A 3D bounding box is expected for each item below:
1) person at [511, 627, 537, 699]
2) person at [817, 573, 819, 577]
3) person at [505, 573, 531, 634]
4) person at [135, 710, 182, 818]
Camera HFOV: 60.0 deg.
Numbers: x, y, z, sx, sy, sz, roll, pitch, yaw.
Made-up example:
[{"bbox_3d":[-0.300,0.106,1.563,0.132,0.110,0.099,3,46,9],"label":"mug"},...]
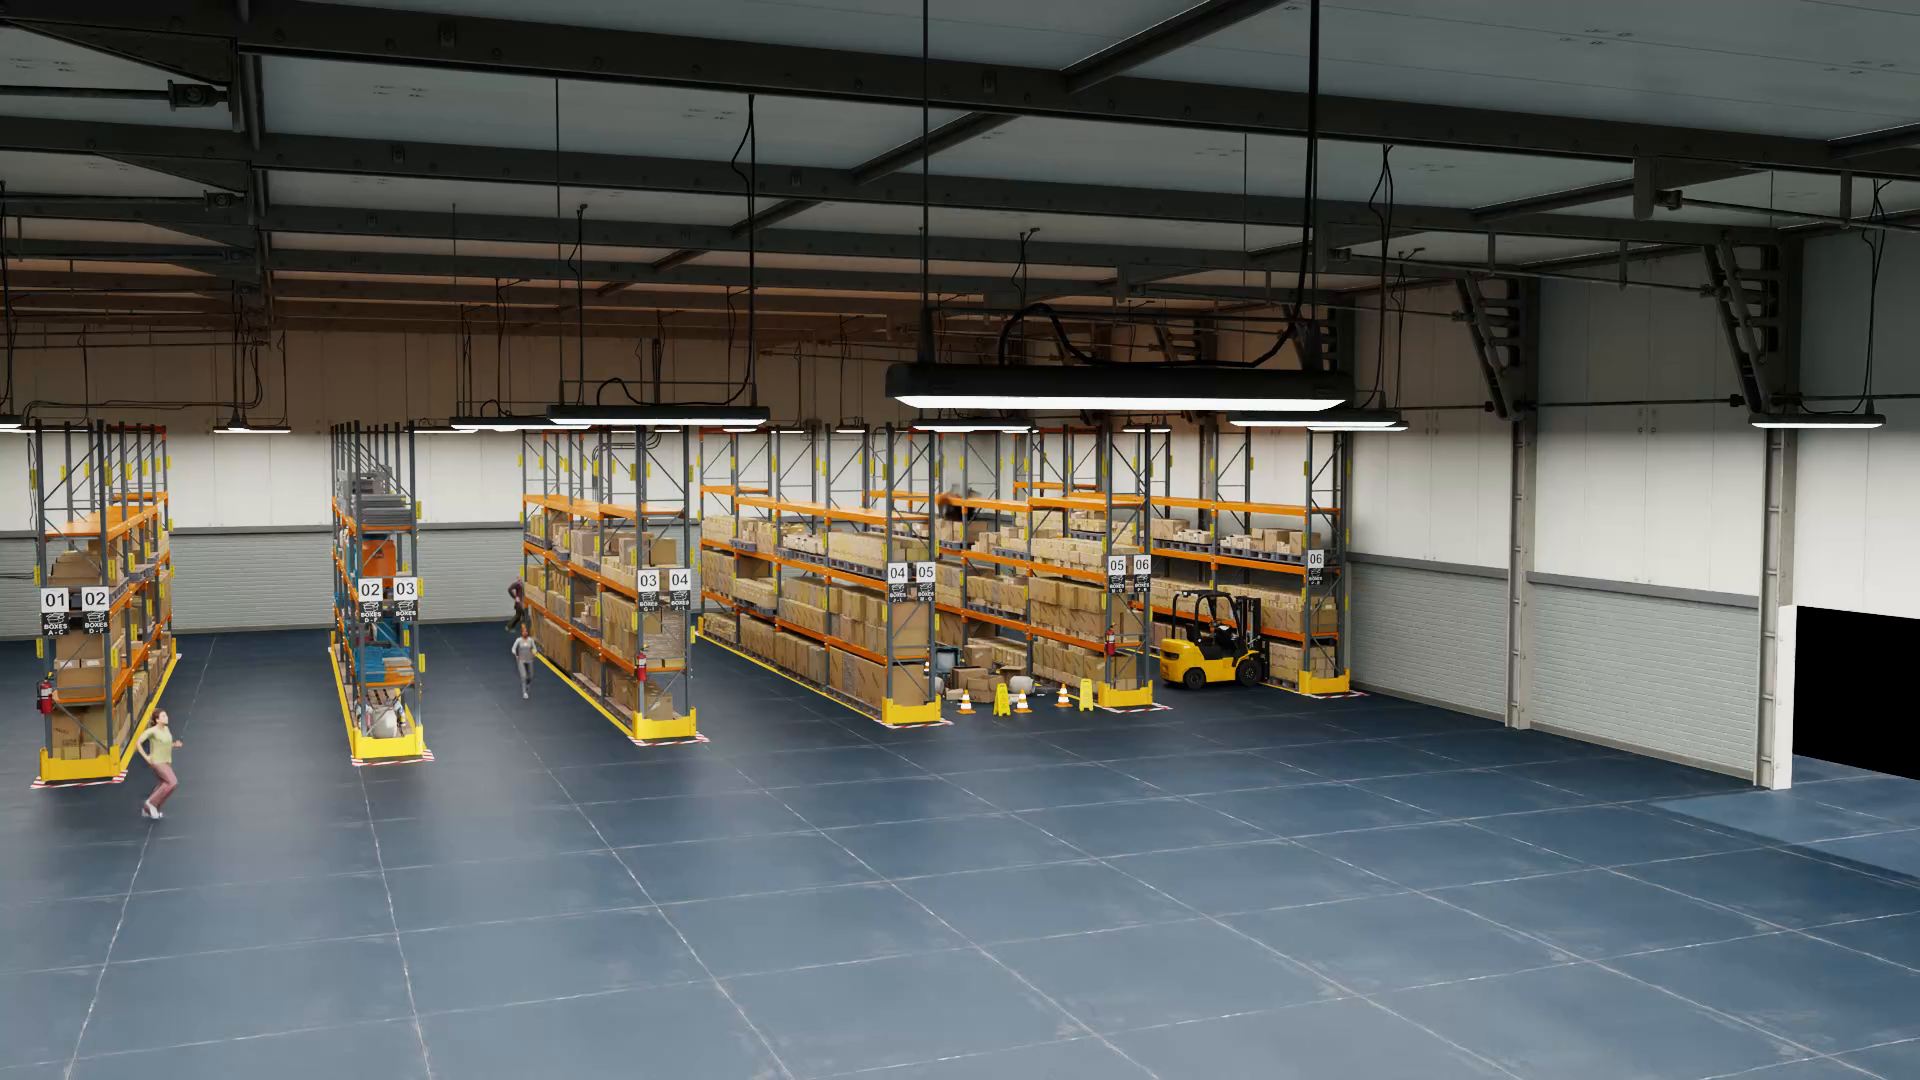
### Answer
[{"bbox_3d":[-9.532,2.672,36.392,0.539,1.551,0.622,-1,4,-23],"label":"person"},{"bbox_3d":[-4.427,1.723,50.805,0.584,1.648,0.574,-2,4,-29],"label":"person"},{"bbox_3d":[-12.603,1.857,47.619,0.923,1.841,0.691,0,4,-1],"label":"person"},{"bbox_3d":[-11.953,3.343,24.866,0.610,1.629,0.578,0,4,5],"label":"person"}]
